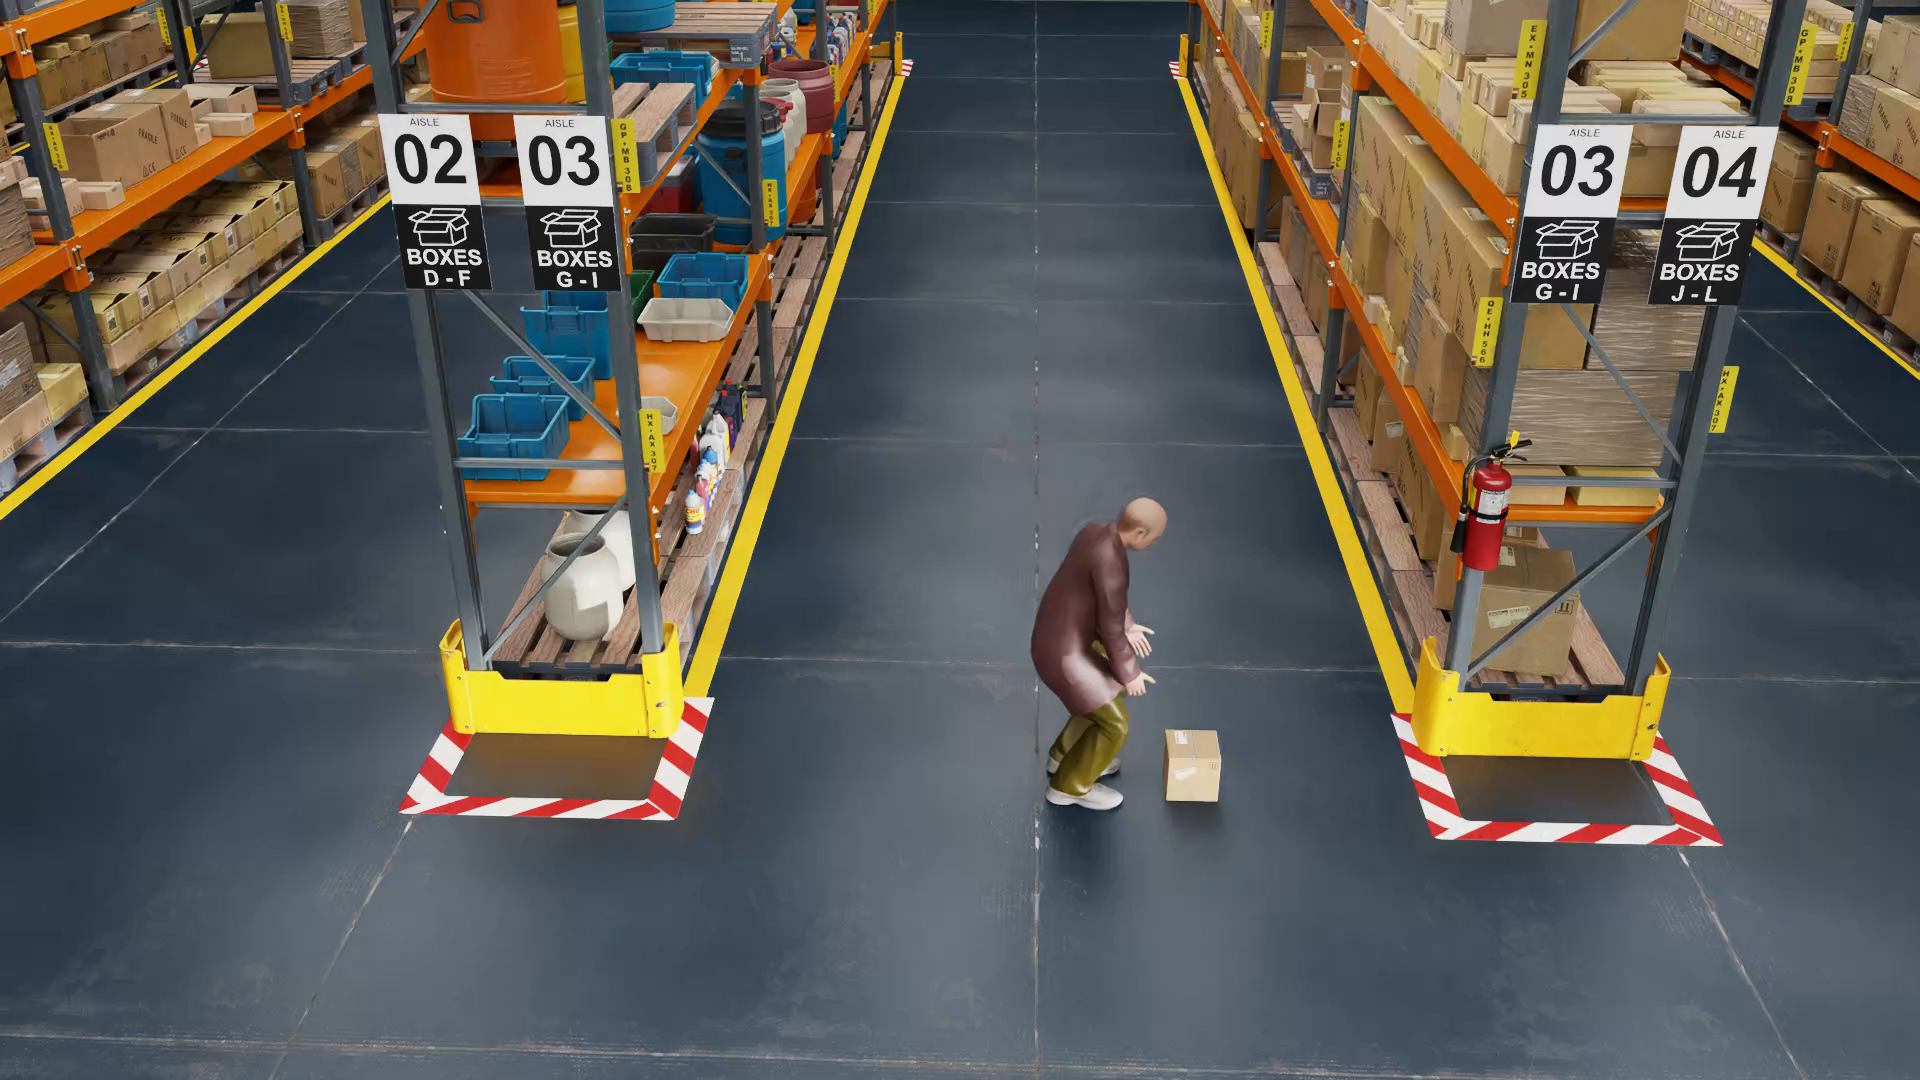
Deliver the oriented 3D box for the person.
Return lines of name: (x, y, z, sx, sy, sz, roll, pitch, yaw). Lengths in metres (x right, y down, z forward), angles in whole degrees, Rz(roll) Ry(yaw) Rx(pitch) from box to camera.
person: (0.638, 0.513, 7.908, 0.613, 1.552, 0.626, 1, 28, 2)
